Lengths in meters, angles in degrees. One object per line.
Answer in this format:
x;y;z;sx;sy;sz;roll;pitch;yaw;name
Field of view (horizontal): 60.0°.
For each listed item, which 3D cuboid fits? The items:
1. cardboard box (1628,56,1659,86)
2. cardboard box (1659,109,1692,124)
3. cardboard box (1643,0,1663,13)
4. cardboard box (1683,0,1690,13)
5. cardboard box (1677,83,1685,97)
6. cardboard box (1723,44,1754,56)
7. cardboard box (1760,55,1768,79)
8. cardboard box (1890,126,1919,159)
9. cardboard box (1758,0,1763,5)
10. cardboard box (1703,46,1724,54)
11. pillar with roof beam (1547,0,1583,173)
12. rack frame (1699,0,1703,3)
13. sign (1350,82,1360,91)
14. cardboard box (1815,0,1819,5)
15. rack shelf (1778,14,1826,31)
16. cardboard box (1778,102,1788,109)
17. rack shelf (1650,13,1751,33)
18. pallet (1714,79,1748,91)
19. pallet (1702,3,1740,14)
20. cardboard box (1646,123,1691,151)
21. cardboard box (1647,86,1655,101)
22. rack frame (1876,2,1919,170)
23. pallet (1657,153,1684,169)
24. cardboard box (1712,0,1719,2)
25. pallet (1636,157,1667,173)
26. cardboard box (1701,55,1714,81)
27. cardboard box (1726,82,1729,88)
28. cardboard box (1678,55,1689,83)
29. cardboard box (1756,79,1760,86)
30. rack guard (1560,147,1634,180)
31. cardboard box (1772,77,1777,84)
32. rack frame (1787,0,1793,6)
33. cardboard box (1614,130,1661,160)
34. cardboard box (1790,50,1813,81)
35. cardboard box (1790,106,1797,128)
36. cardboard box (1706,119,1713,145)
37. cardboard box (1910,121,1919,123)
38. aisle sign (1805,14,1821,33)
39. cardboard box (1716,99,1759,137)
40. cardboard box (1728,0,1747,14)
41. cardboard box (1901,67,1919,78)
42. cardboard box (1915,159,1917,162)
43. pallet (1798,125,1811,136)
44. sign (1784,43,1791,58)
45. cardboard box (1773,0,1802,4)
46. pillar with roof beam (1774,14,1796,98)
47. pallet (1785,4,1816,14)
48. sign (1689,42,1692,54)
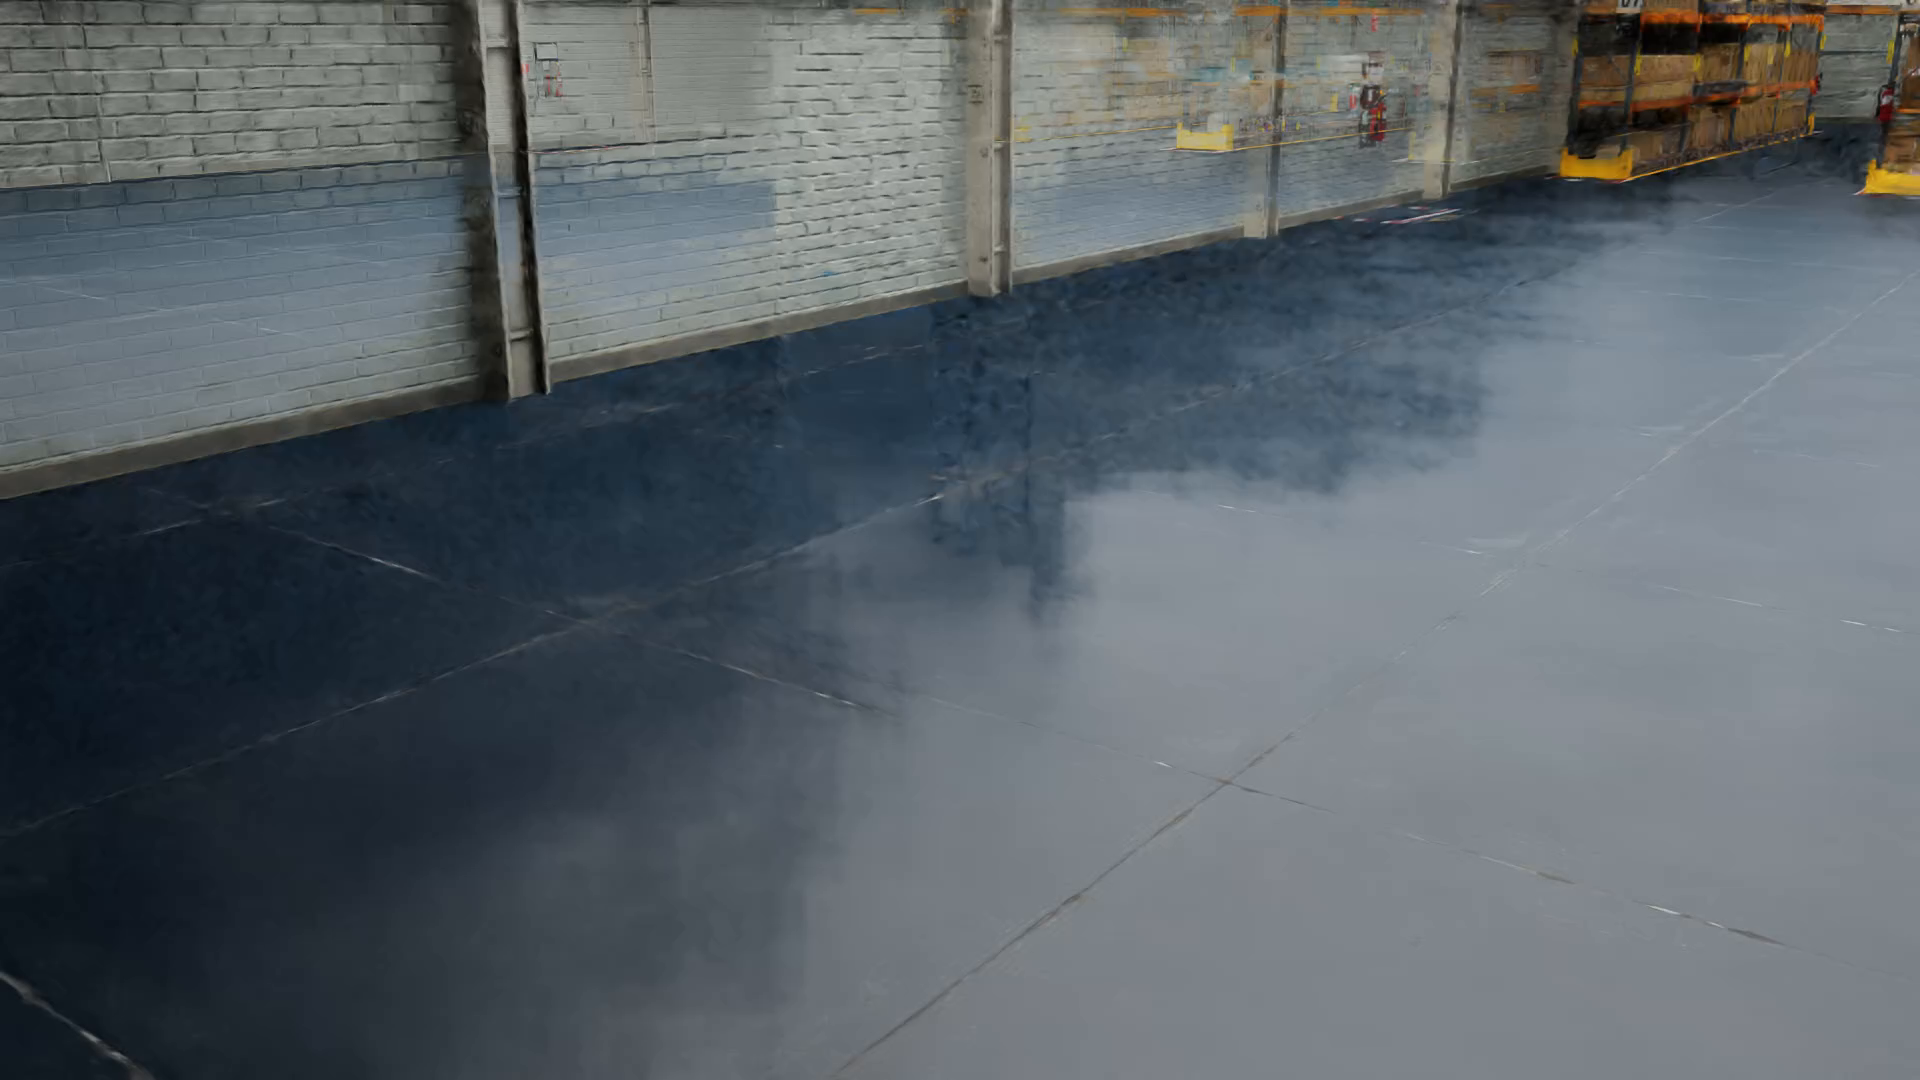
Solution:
-2.130;-11.648;39.649;0.500;0.500;0.500;12;21;35;cardboard box
0.110;-11.786;43.348;0.500;0.250;0.500;12;21;34;cardboard box
-2.209;-12.822;39.215;0.500;0.500;0.500;14;22;38;cardboard box
-0.989;-13.336;40.869;0.500;0.500;0.500;10;20;30;cardboard box
-0.917;-11.782;41.346;0.500;0.250;0.500;13;21;35;cardboard box
2.304;-13.708;45.358;0.500;0.250;0.500;13;22;36;cardboard box
3.224;-13.717;46.653;0.500;0.500;0.500;13;22;36;cardboard box
1.687;-9.967;37.946;0.500;0.500;0.500;12;21;35;cardboard box
2.950;-15.282;46.427;0.700;0.500;0.500;12;21;35;cardboard box
1.447;-13.482;44.595;0.380;0.149;0.250;9;19;26;cardboard box
0.222;-13.599;36.862;9.100;9.000;0.400;12;21;35;pillar with roof beam
-0.575;-14.993;41.350;1.000;3.000;0.127;12;21;35;rack frame
-8.716;-9.640;33.275;0.001;0.109;0.331;12;21;35;sign
6.043;-16.250;49.831;0.500;0.250;0.500;11;21;33;cardboard box
5.384;-15.599;49.572;1.077;0.370;4.000;12;21;35;rack shelf
5.071;-13.559;49.262;0.380;0.149;0.250;13;22;37;cardboard box
0.617;-13.693;43.436;1.077;0.370;4.000;12;21;35;rack shelf
1.470;-12.800;44.729;1.213;0.211;1.003;12;21;35;pallet
0.494;-13.847;43.033;1.213;0.211;1.003;12;21;35;pallet
-0.149;-11.323;43.120;0.700;0.500;0.500;13;22;37;cardboard box
-2.114;-11.299;39.791;0.500;0.250;0.500;12;21;33;cardboard box
1.023;-10.301;36.356;1.000;3.000;0.127;12;21;35;rack frame
-0.946;-10.630;42.118;1.003;0.211;1.213;12;21;35;pallet
0.550;-14.219;43.038;0.500;0.500;0.500;12;21;33;cardboard box
-1.673;-10.338;41.179;1.003;0.211;1.213;12;21;35;pallet
0.462;-12.795;43.478;0.700;0.500;0.500;16;24;42;cardboard box
2.191;-13.008;45.463;0.380;0.149;0.250;12;21;34;cardboard box
-0.901;-12.137;41.223;0.500;0.500;0.500;12;21;34;cardboard box
3.258;-13.436;46.843;0.380;0.149;0.250;13;22;36;cardboard box
-2.913;-10.000;39.601;1.175;0.500;0.348;12;21;35;rack guard
4.087;-13.728;47.783;0.380;0.149;0.250;13;21;36;cardboard box
4.192;-16.898;47.486;1.000;3.000;0.127;12;21;35;rack frame
-1.656;-10.642;40.929;0.700;0.500;0.500;11;20;31;cardboard box
5.855;-14.831;50.438;0.980;0.700;0.700;12;21;34;cardboard box
5.641;-13.569;50.388;0.700;0.500;0.500;12;21;33;cardboard box
1.021;-11.814;44.703;0.700;0.500;0.500;12;21;35;cardboard box
2.878;-10.444;39.481;0.500;0.500;0.500;12;21;35;cardboard box
6.859;-16.192;50.943;0.394;0.787;0.004;12;21;35;aisle sign
2.879;-12.614;46.722;0.750;0.750;0.750;12;21;34;cardboard box
1.597;-14.261;44.168;0.500;0.311;0.500;12;21;35;cardboard box
1.097;-10.783;36.647;0.380;0.149;0.250;12;21;34;cardboard box
1.393;-9.489;37.671;0.500;0.250;0.500;12;21;35;cardboard box
6.162;-13.450;51.200;1.003;0.211;1.213;12;21;35;pallet
4.634;-14.455;47.915;0.100;0.325;0.005;12;21;35;sign
4.816;-15.761;48.256;0.500;0.250;0.500;12;21;35;cardboard box
10.947;-17.886;50.667;9.100;9.000;0.400;12;21;35;pillar with roof beam
5.415;-15.906;49.497;1.003;0.211;1.213;12;21;35;pallet
1.361;-13.731;45.450;0.100;0.325;0.005;12;21;35;sign
